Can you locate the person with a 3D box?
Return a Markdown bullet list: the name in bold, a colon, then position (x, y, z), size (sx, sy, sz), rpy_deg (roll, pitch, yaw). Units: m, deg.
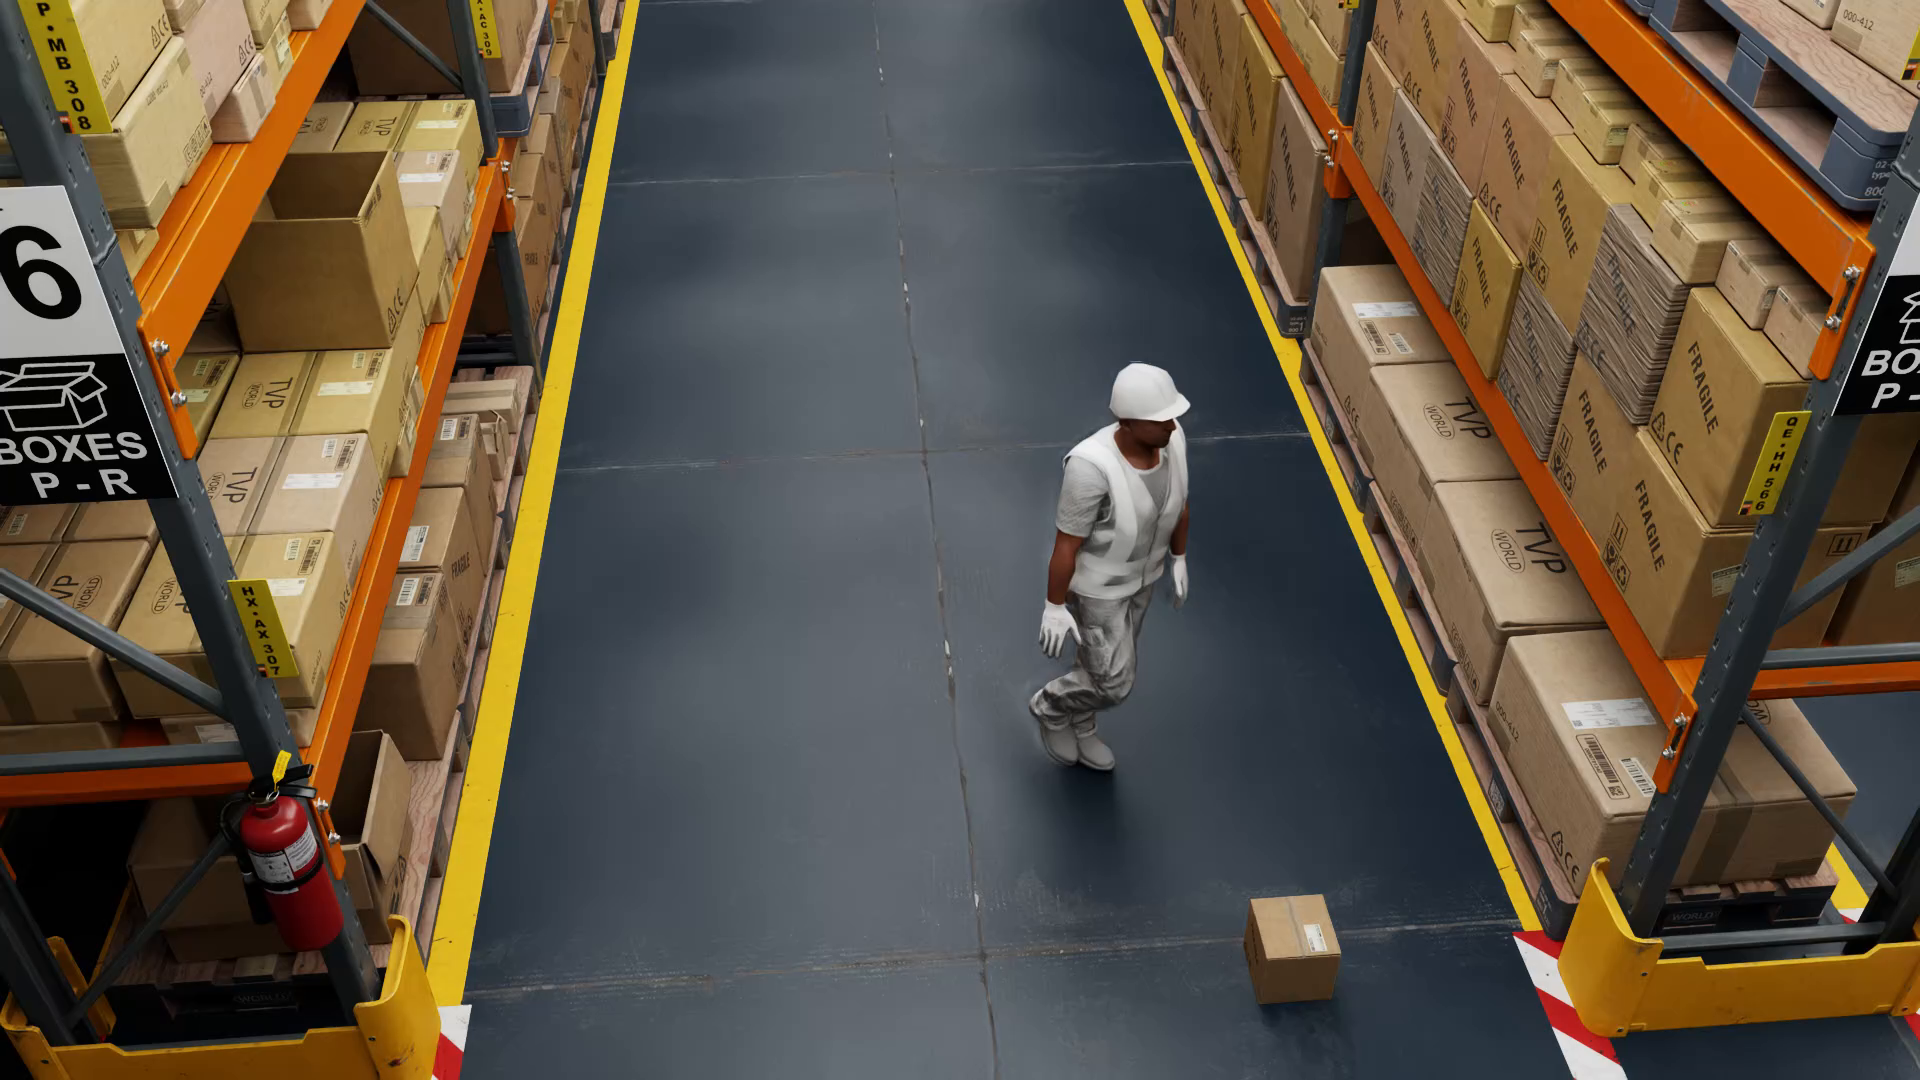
- **person**: position (0.524, 0.141, 5.936), size (0.685, 1.776, 0.469), rpy_deg (-31, 48, -32)
